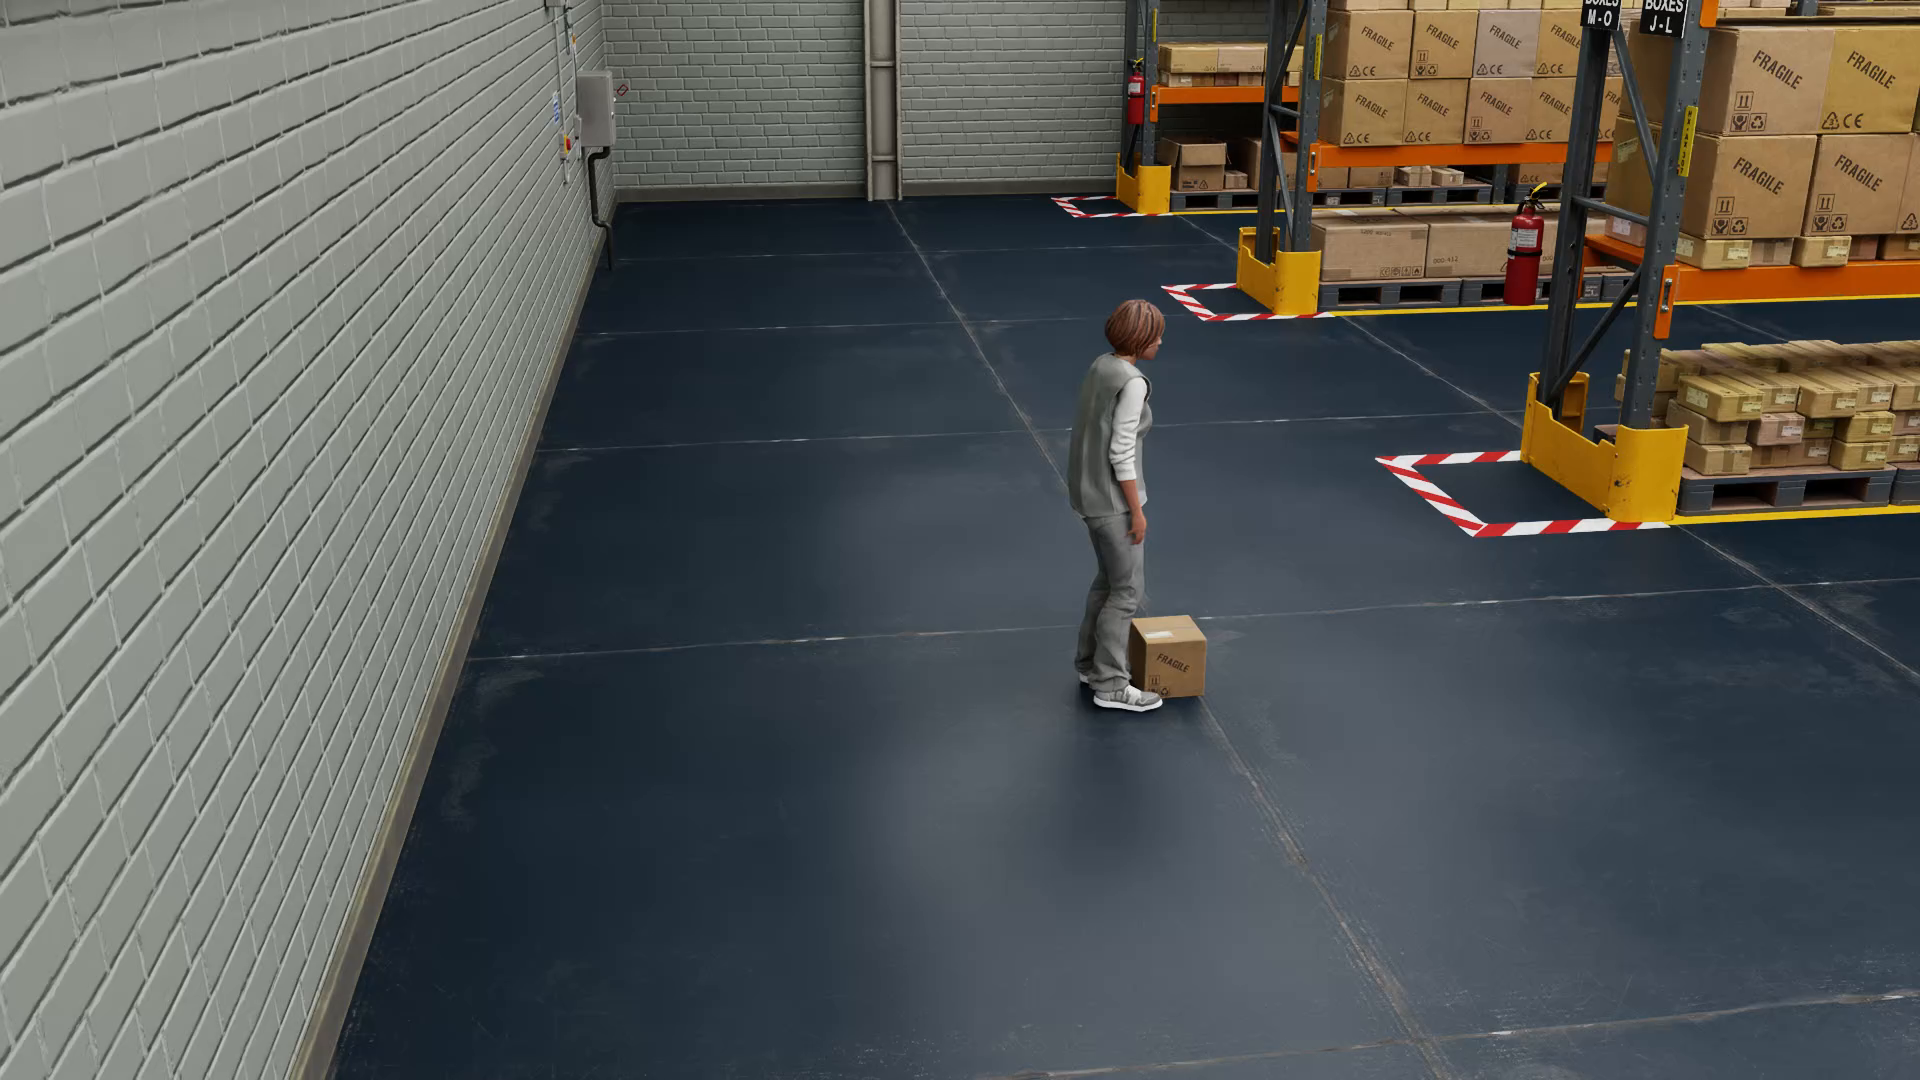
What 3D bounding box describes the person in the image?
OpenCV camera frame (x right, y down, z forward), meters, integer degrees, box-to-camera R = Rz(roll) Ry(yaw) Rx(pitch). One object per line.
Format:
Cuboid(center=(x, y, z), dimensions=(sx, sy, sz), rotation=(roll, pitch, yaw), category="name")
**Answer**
Cuboid(center=(0.604, -0.140, 6.471), dimensions=(0.345, 1.592, 0.478), rotation=(-4, 21, -11), category="person")
